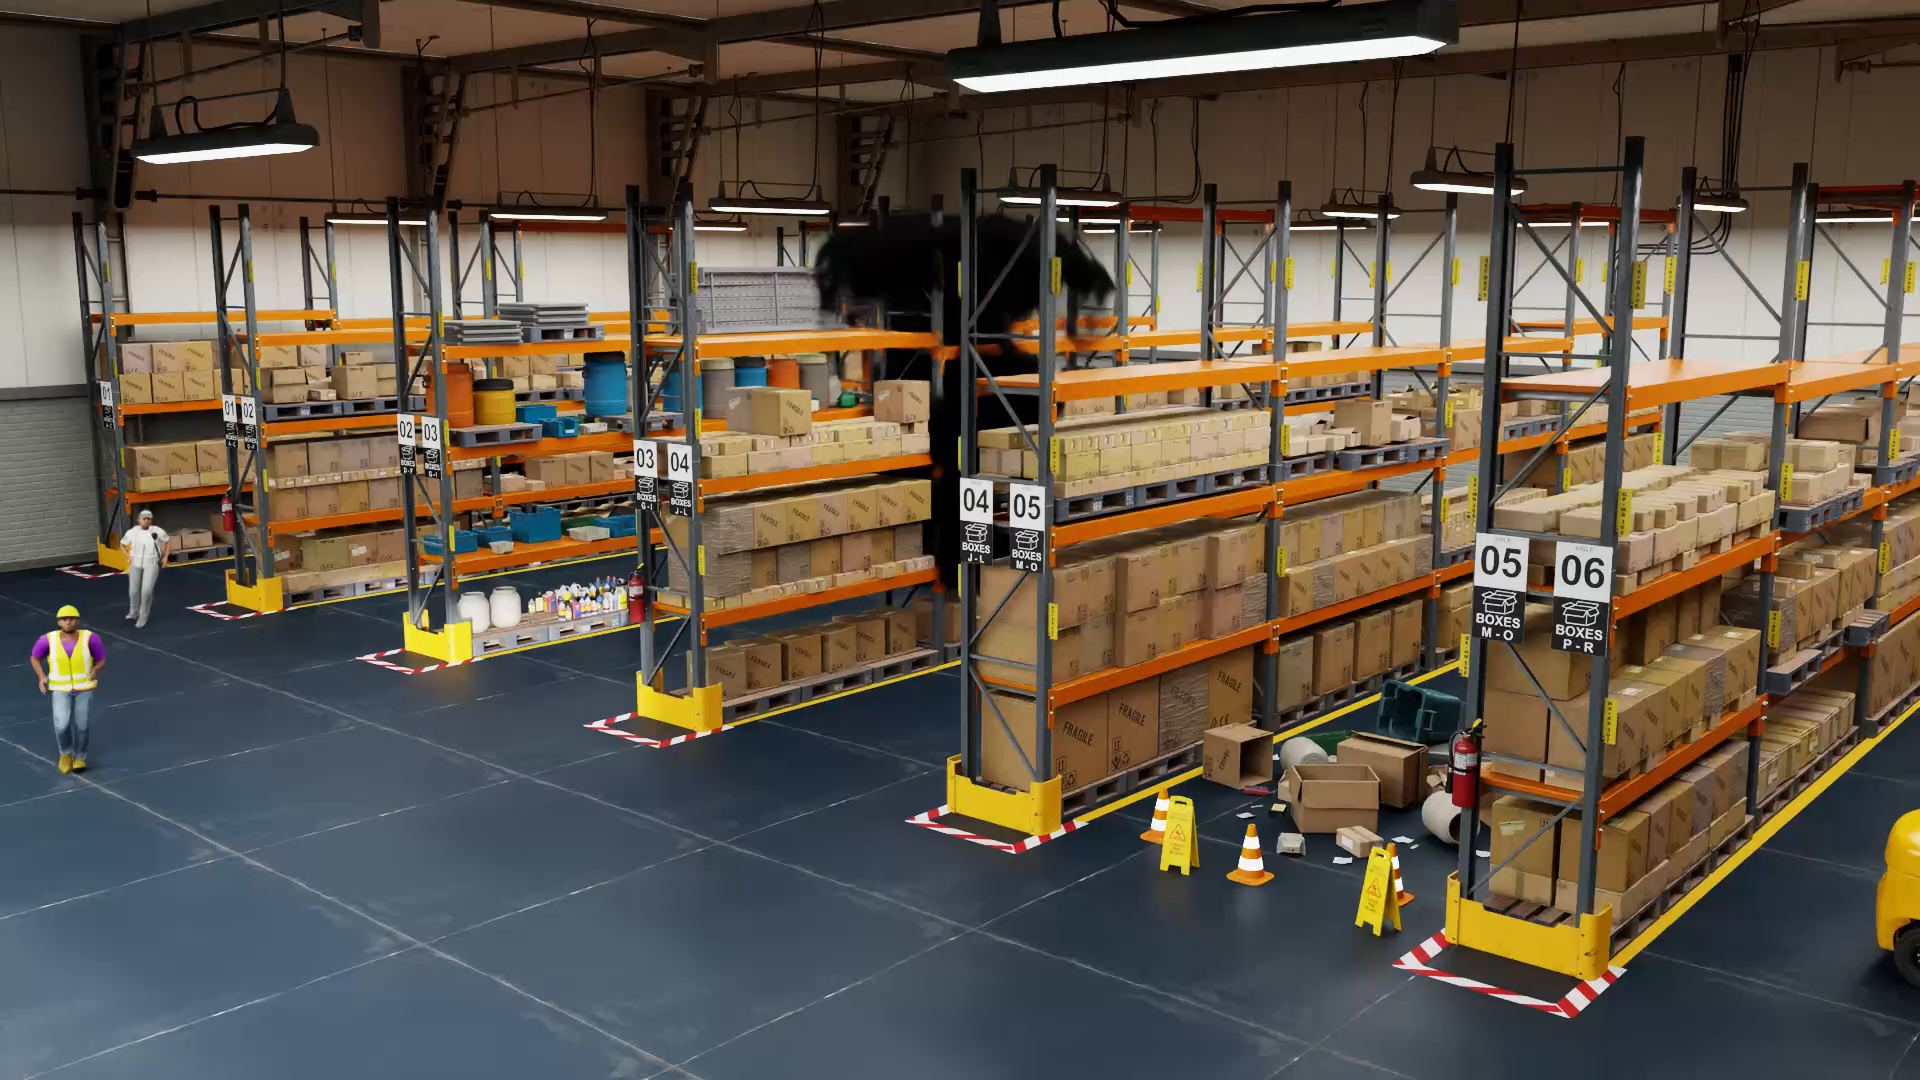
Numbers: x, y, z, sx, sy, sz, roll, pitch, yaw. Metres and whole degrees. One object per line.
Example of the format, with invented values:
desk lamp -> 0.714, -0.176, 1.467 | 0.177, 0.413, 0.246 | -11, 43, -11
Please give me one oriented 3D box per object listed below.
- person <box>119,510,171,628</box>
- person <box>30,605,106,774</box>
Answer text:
person -> -11.767, 0.400, 24.014 | 0.688, 1.686, 0.694 | -3, 10, -16
person -> -9.002, 1.522, 16.857 | 0.675, 1.742, 0.654 | -6, 11, -30
